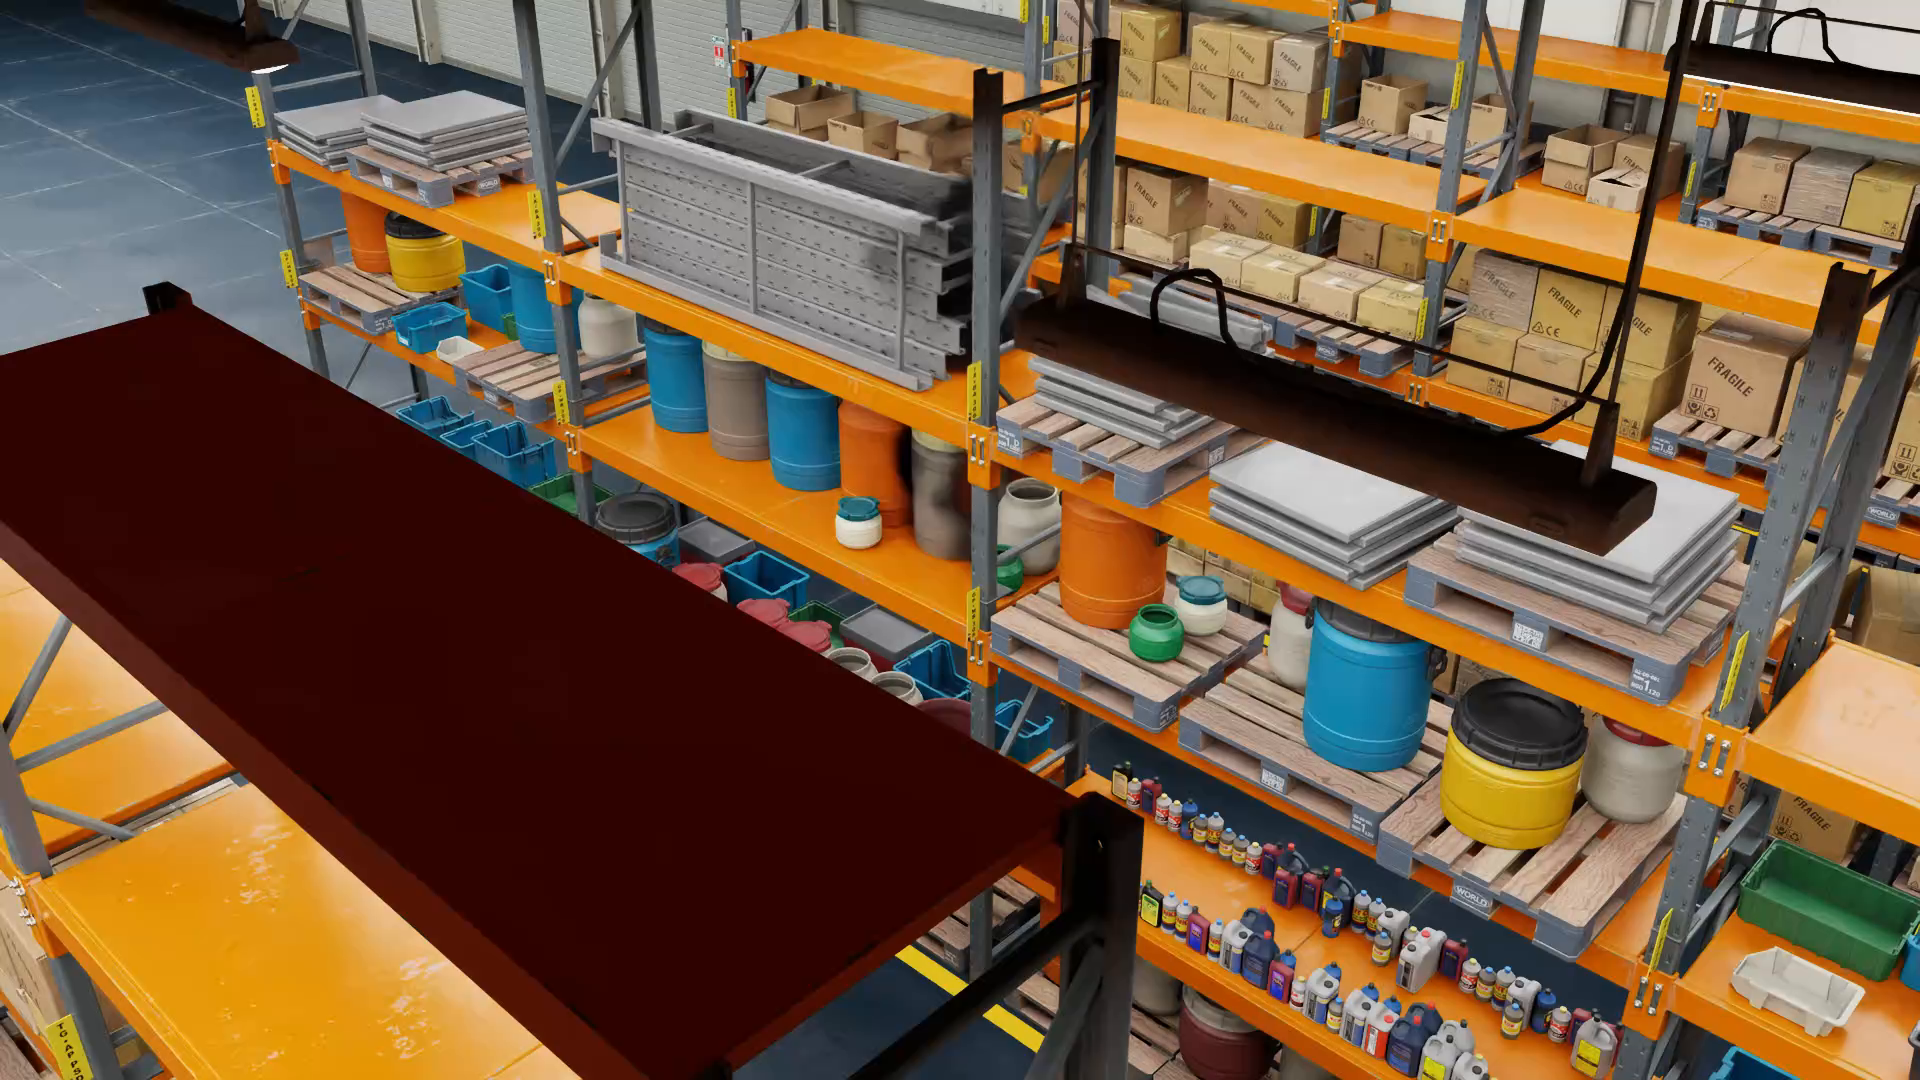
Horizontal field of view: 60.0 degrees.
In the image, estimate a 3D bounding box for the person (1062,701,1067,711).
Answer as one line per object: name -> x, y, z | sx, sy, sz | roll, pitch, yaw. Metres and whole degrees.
person -> 0.910, 0.566, 13.111 | 0.647, 1.766, 0.642 | 18, 34, 29
